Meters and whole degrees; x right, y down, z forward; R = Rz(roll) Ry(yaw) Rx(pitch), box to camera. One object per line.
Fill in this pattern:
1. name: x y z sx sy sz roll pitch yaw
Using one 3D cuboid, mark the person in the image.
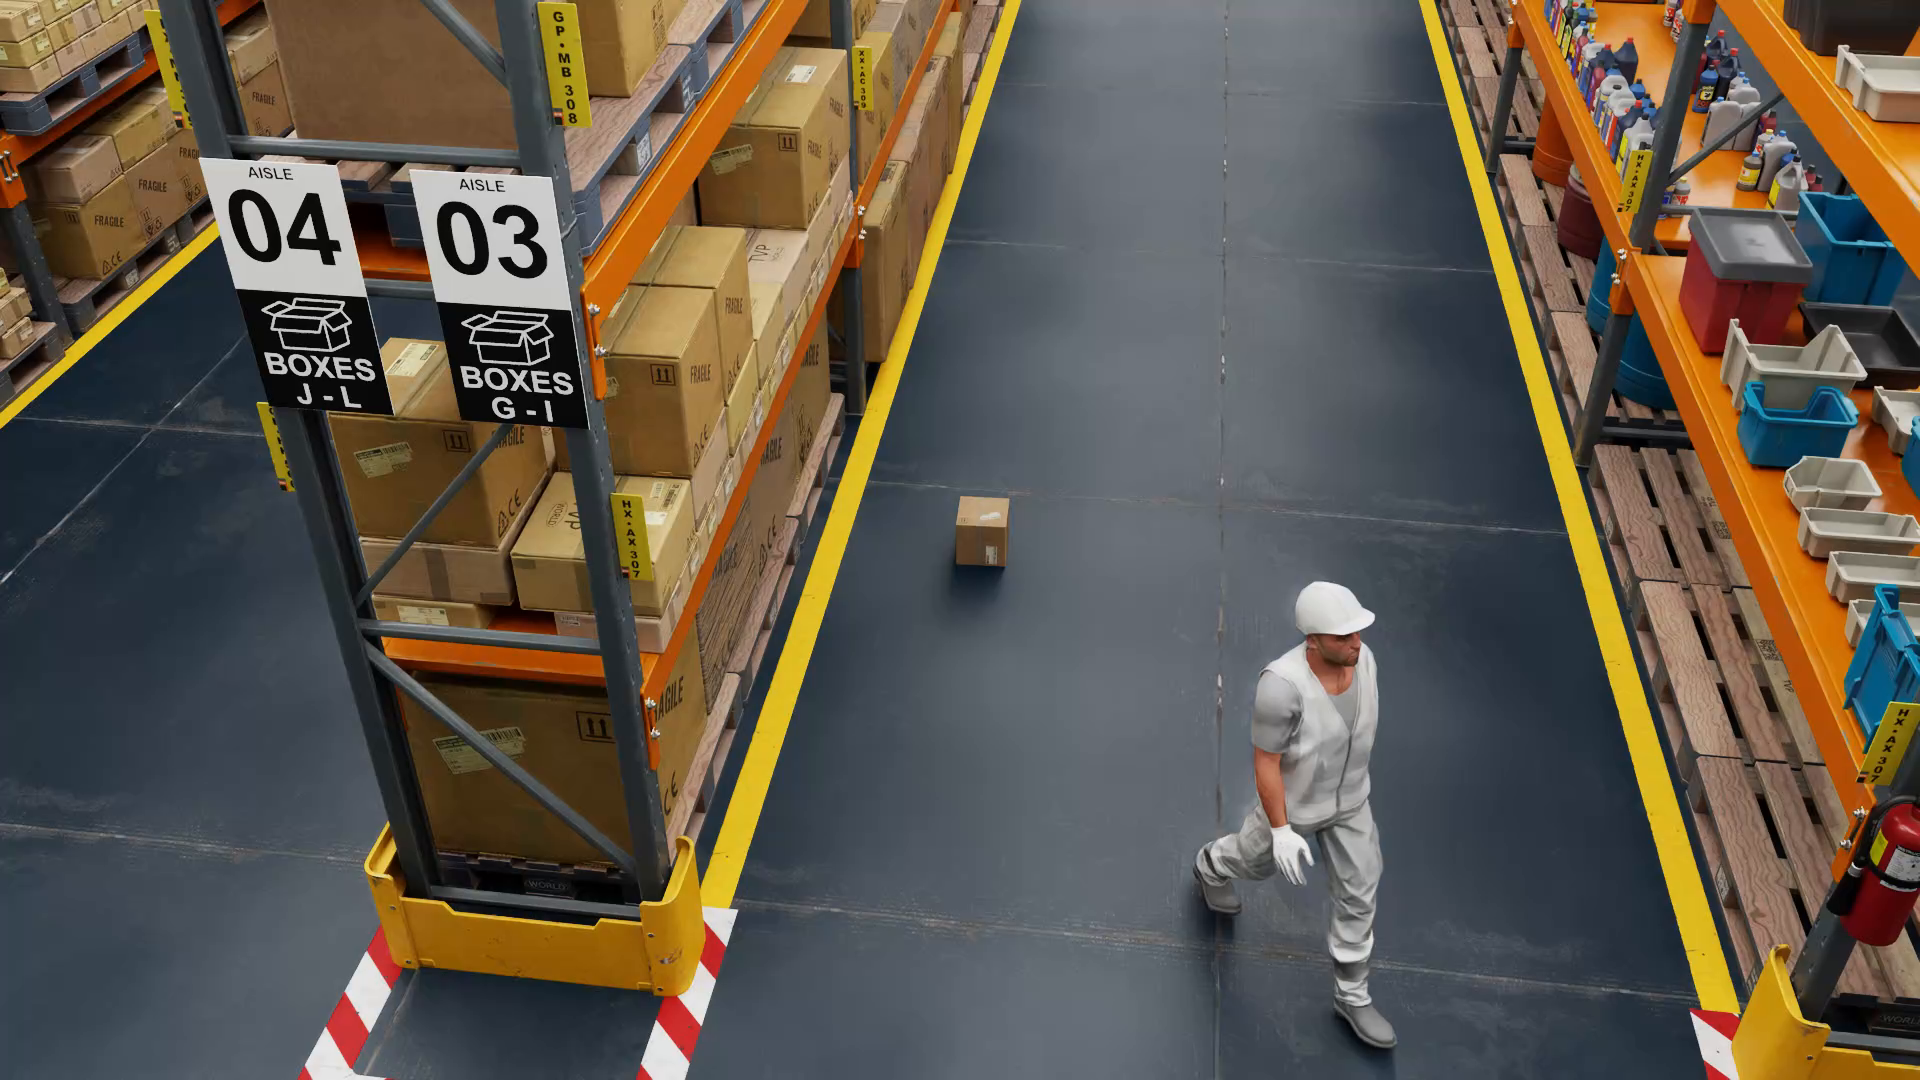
1. person: 1.227 0.901 5.776 0.524 1.744 1.033 -15 38 -20
